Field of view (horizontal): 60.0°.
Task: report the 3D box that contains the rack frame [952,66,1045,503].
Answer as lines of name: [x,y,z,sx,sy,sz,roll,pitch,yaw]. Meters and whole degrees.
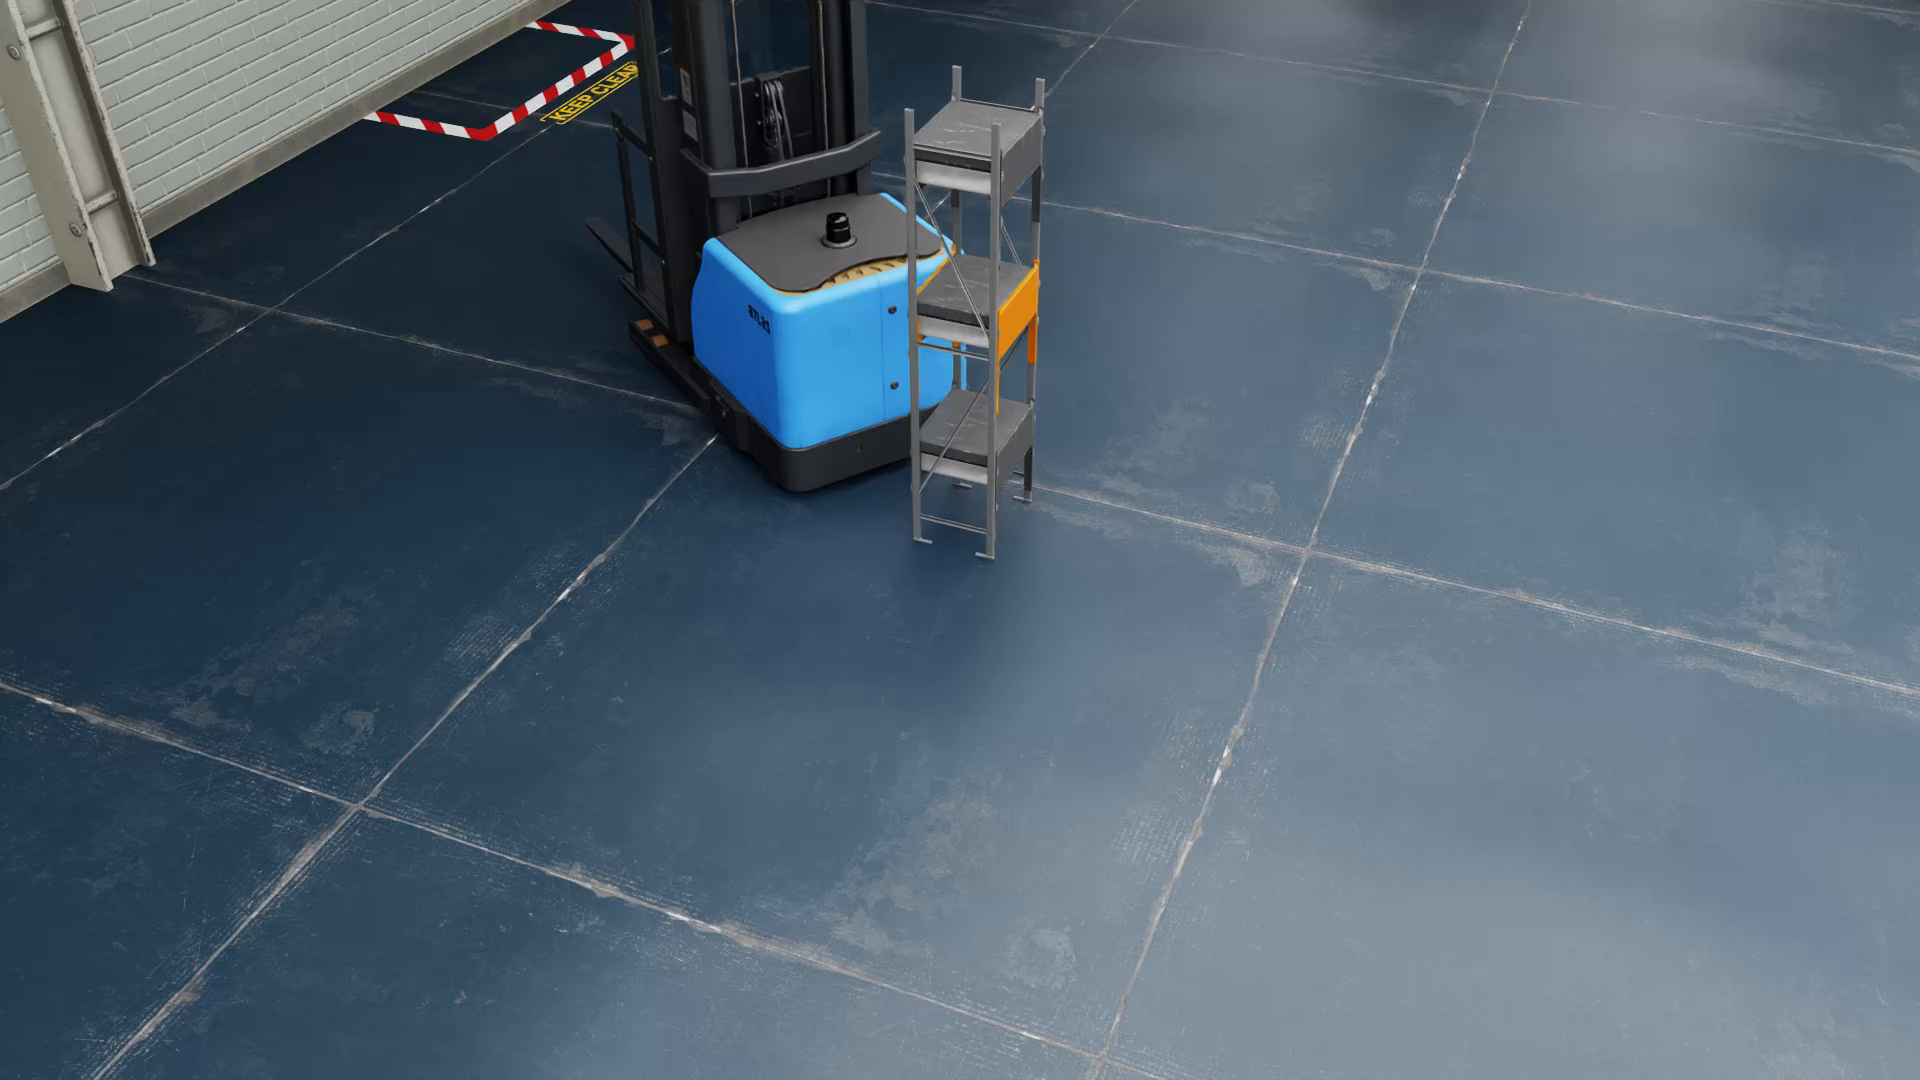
rack frame: [0.156,-1.068,7.425,0.400,2.100,0.015,14,39,18]

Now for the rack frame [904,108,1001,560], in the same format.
rack frame: [-0.030,-0.798,7.063,0.400,2.100,0.015,14,39,18]

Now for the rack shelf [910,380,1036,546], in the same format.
rack shelf: [0.063,-0.361,7.671,0.431,0.518,0.480,14,39,18]

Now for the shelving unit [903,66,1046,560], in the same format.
shelving unit: [0.063,-0.933,7.244,0.431,2.100,0.503,14,39,18]

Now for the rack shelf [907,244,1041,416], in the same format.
rack shelf: [0.063,-0.922,7.252,0.431,0.518,0.480,14,39,18]

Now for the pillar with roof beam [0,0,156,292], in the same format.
pillar with roof beam: [-1.055,-4.214,5.872,9.100,9.000,0.400,14,39,18]

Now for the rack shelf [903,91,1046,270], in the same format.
rack shelf: [0.063,-1.482,6.833,0.431,0.518,0.480,14,39,18]

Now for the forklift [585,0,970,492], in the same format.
forklift: [-1.160,-2.256,8.320,1.130,2.935,3.031,-21,41,-25]
